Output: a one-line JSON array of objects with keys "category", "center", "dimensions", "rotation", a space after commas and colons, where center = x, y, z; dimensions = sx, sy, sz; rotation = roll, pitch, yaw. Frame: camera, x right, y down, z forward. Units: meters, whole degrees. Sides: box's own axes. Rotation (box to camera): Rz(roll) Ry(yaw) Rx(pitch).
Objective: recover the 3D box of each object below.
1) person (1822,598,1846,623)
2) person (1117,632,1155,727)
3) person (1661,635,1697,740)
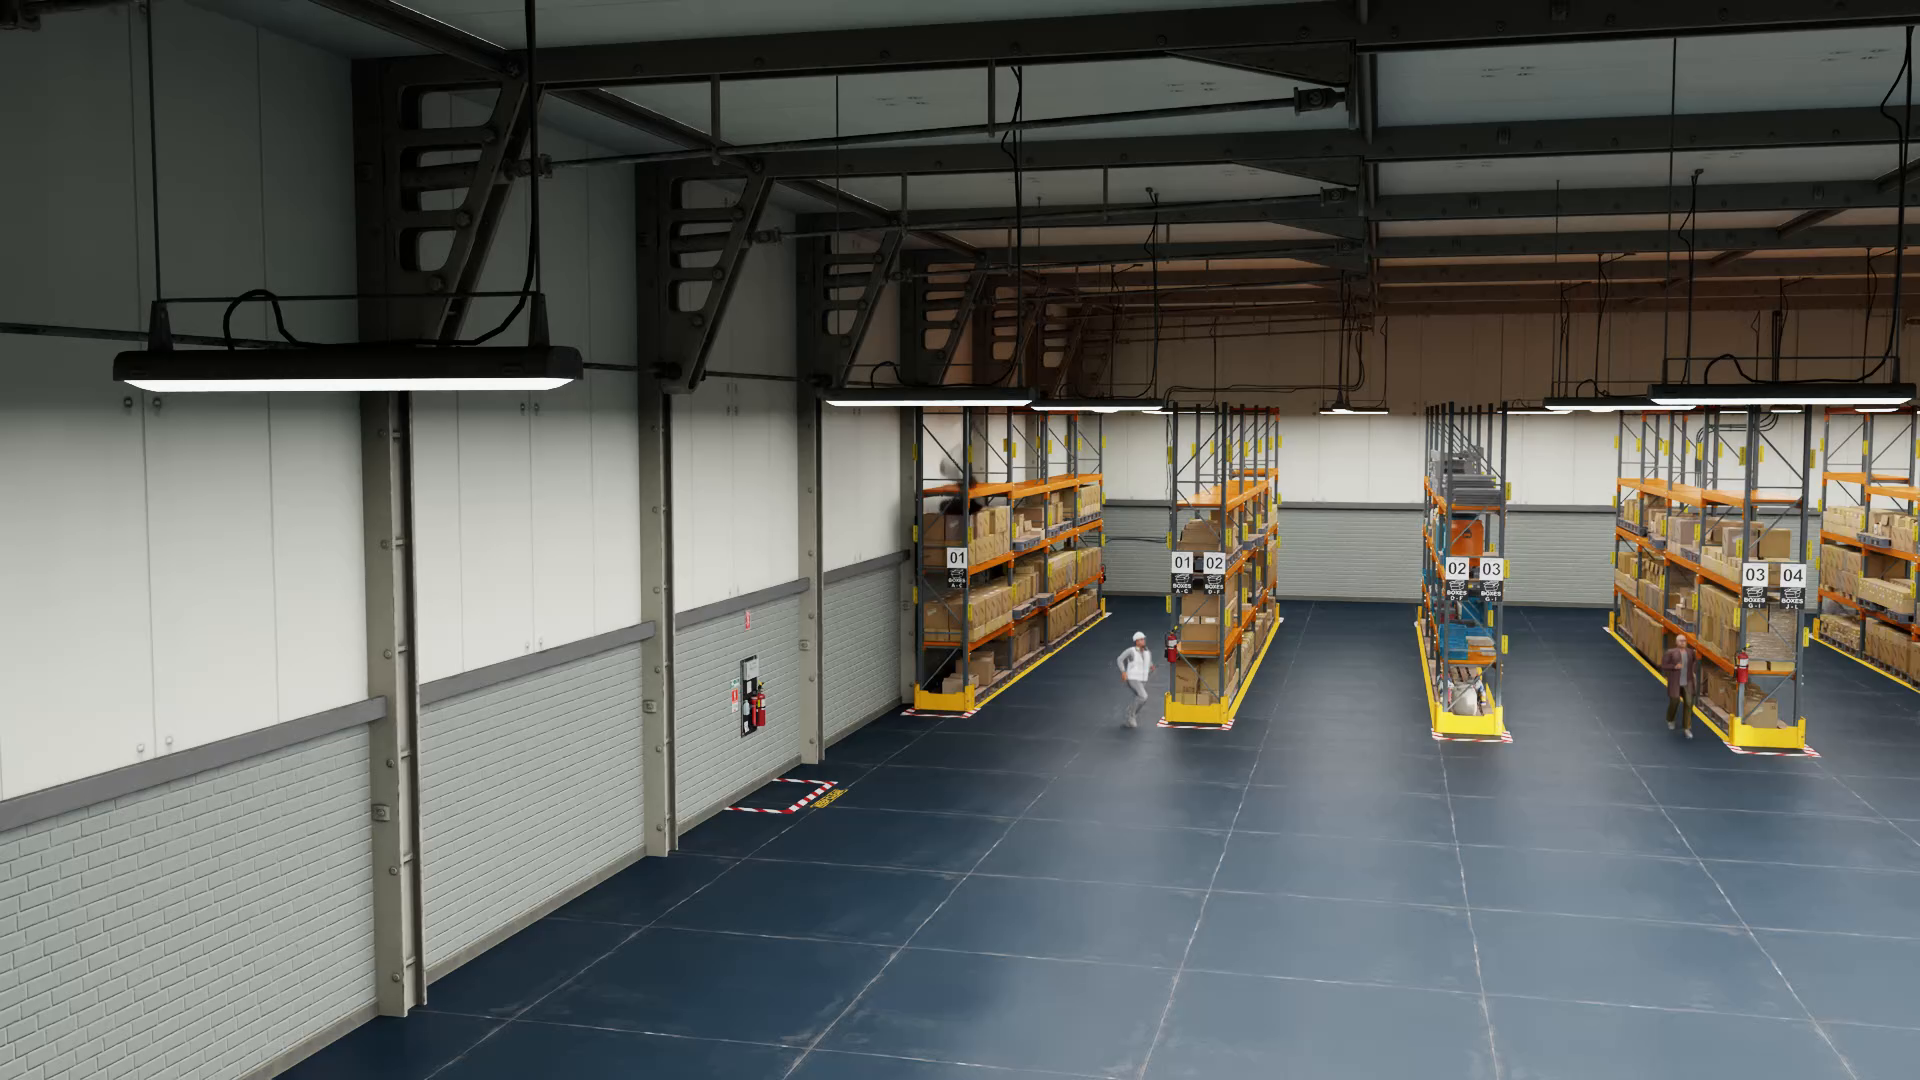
[{"category": "person", "center": [23.194, 1.643, 44.090], "dimensions": [0.925, 1.646, 0.690], "rotation": [2, 5, 30]}, {"category": "person", "center": [3.315, 2.572, 30.708], "dimensions": [0.650, 1.744, 0.683], "rotation": [-3, 5, -38]}, {"category": "person", "center": [12.941, 2.605, 29.869], "dimensions": [0.696, 1.812, 0.889], "rotation": [1, 4, 7]}]
